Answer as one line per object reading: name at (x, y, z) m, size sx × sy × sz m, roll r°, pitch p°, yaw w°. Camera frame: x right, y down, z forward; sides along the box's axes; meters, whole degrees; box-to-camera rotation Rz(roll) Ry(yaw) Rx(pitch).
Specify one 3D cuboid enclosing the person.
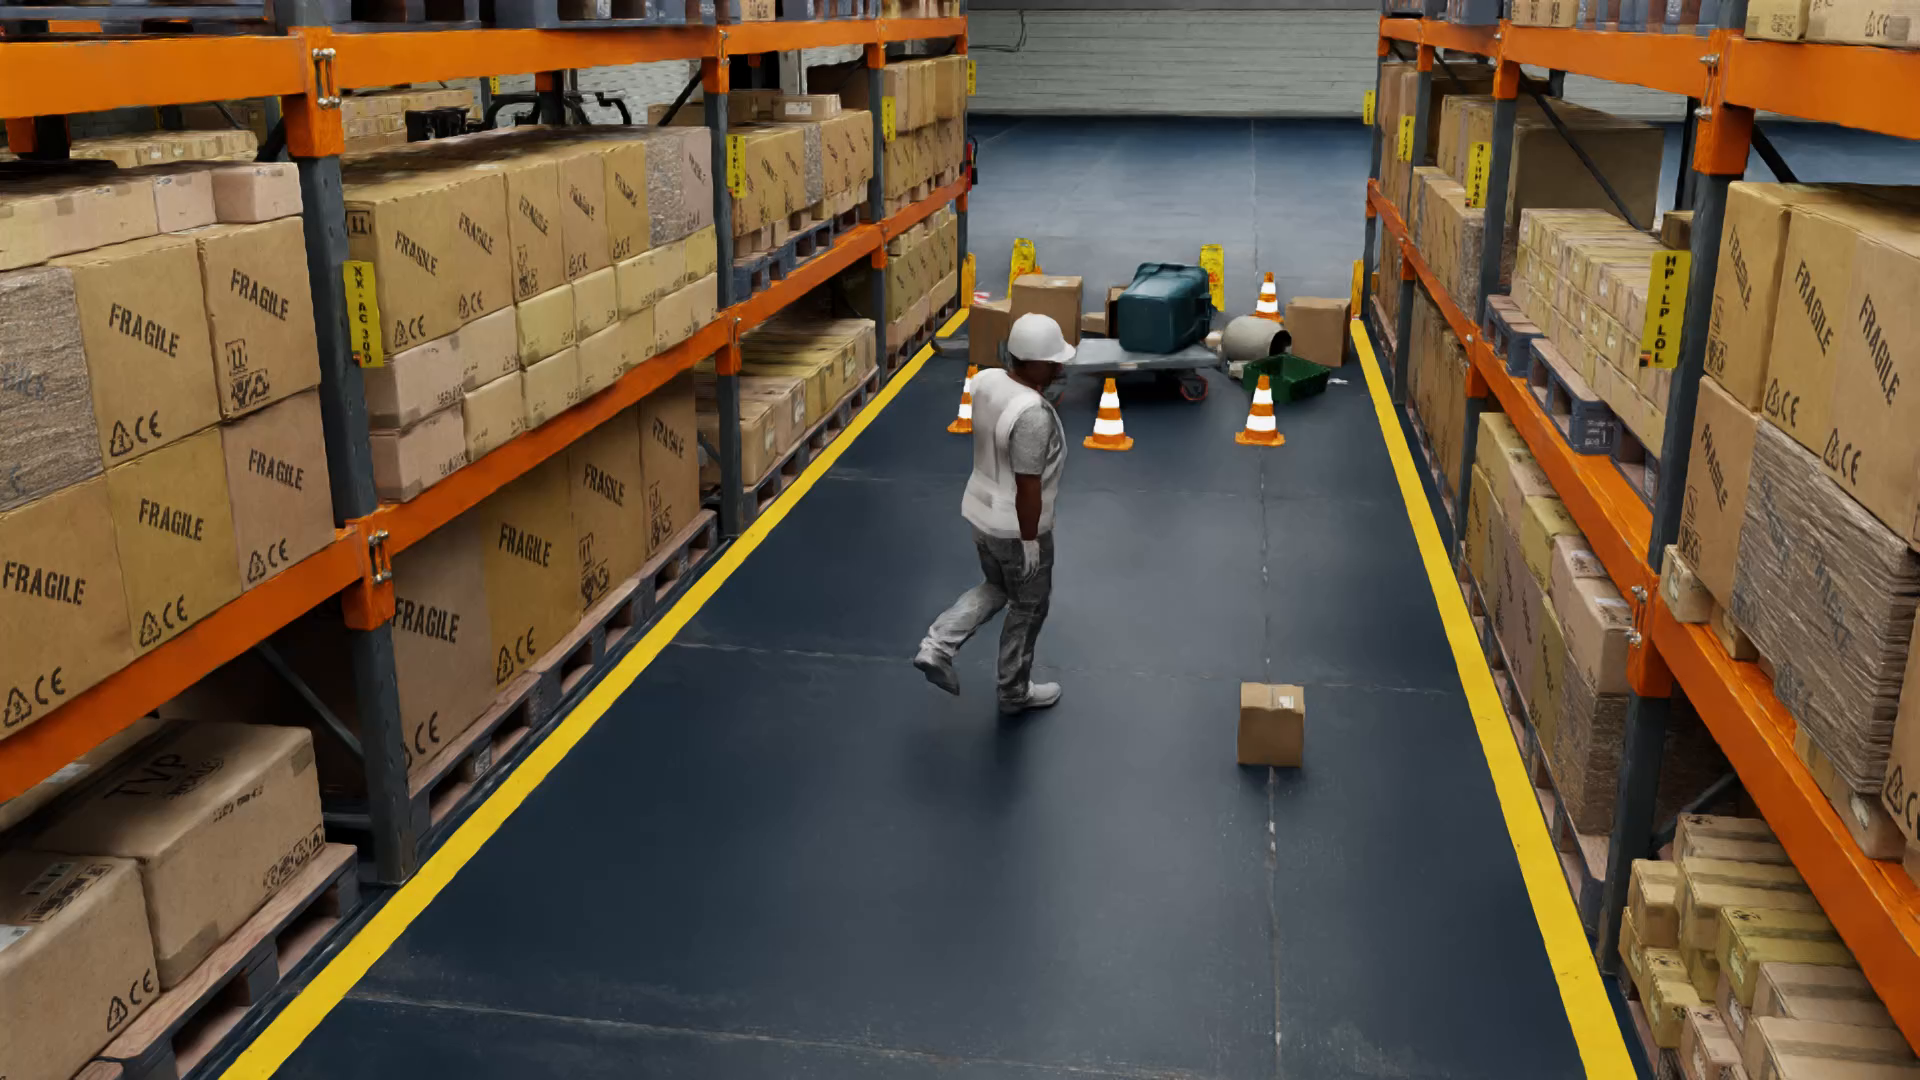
person at (0.181, -0.063, 6.765) m, size 0.694 × 1.759 × 0.597 m, roll -9°, pitch 20°, yaw -25°
